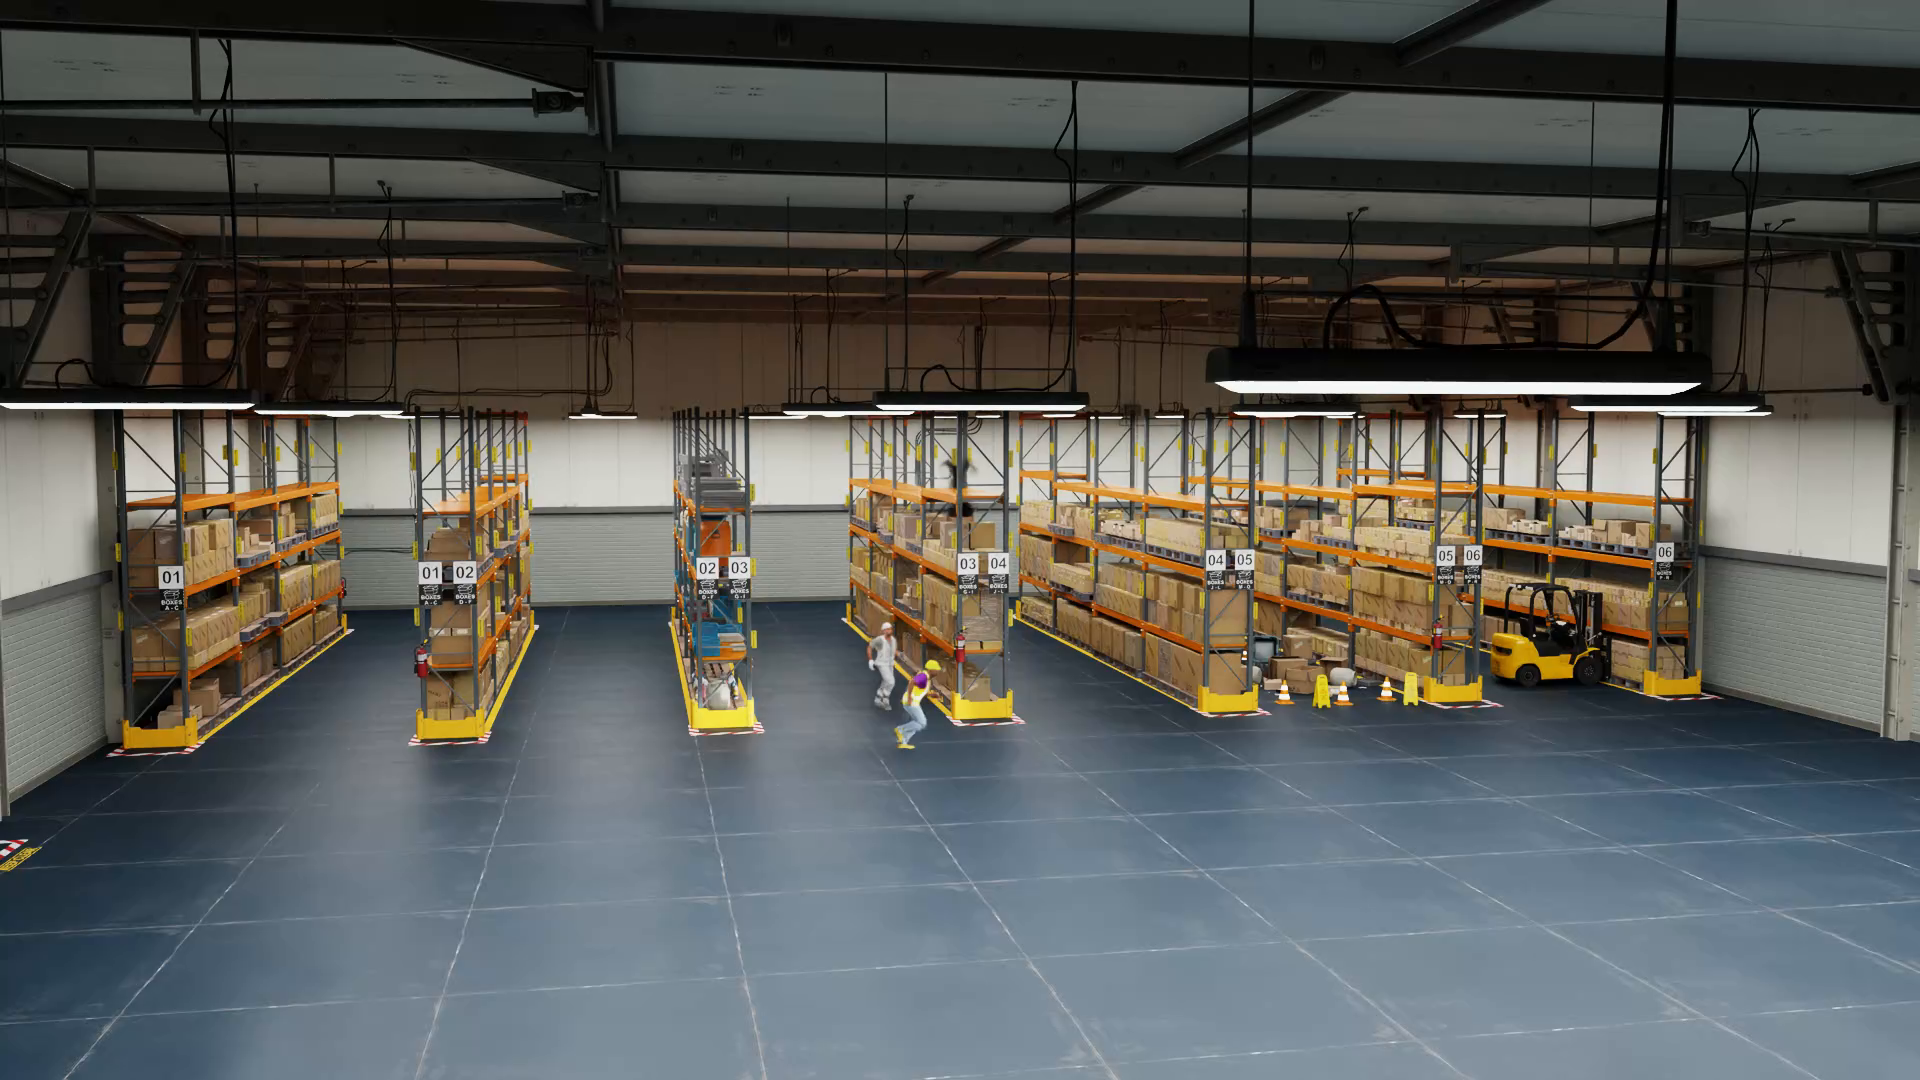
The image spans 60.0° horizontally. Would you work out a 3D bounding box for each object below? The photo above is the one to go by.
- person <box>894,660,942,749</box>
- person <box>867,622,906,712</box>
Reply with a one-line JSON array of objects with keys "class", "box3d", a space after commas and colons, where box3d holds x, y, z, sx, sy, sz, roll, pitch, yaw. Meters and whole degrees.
[{"class": "person", "box3d": [-0.733, 2.880, 28.974, 0.832, 1.573, 0.737, 0, 4, 6]}, {"class": "person", "box3d": [-1.467, 2.512, 32.903, 0.817, 1.783, 0.621, 4, 6, 42]}]
